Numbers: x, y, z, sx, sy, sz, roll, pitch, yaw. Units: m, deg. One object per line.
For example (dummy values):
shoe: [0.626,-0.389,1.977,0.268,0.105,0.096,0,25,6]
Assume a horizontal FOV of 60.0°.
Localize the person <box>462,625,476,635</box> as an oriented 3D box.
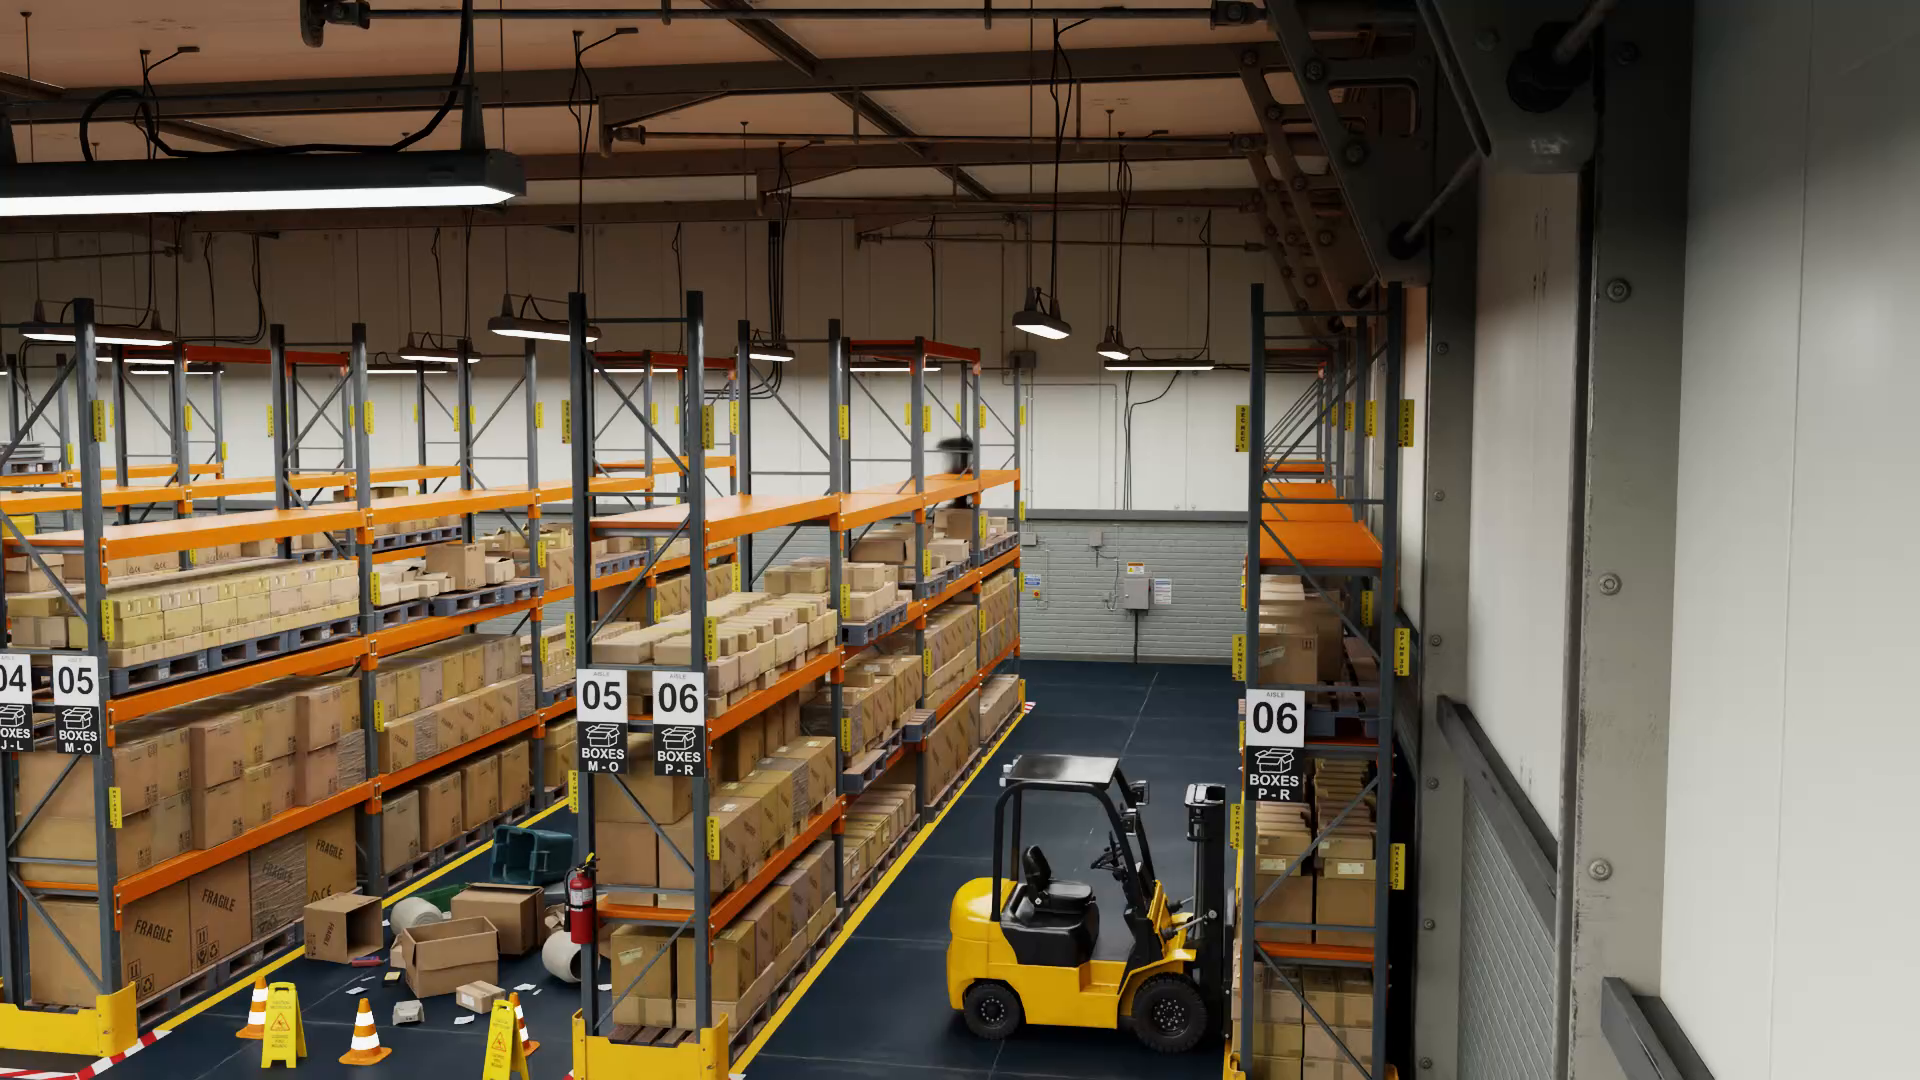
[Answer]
person: [-8.048,2.158,27.386,0.609,1.642,0.718,0,5,0]
